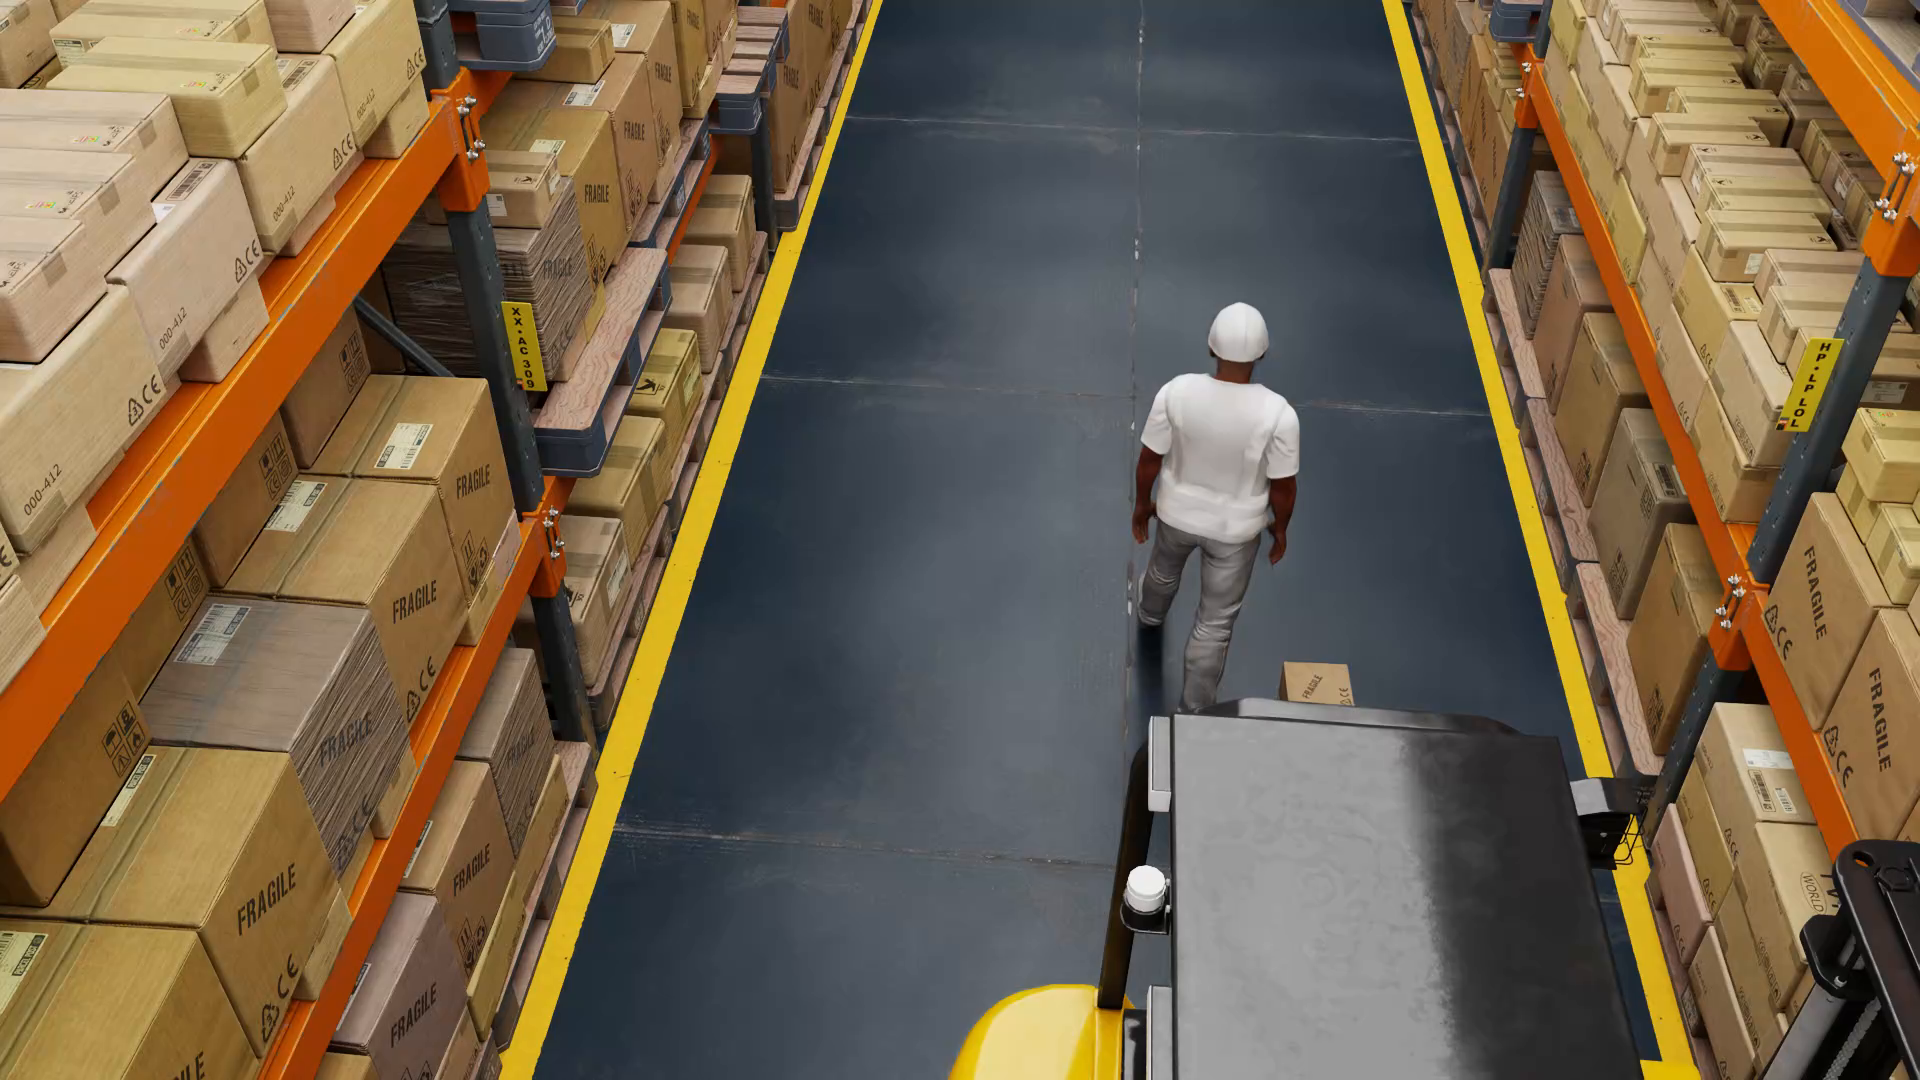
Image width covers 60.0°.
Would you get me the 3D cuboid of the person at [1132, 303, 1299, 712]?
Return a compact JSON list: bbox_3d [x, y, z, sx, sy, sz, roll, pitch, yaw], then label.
[{"bbox_3d":[0.934,-0.155,6.305,0.687,1.729,0.827,18,43,20],"label":"person"}]
